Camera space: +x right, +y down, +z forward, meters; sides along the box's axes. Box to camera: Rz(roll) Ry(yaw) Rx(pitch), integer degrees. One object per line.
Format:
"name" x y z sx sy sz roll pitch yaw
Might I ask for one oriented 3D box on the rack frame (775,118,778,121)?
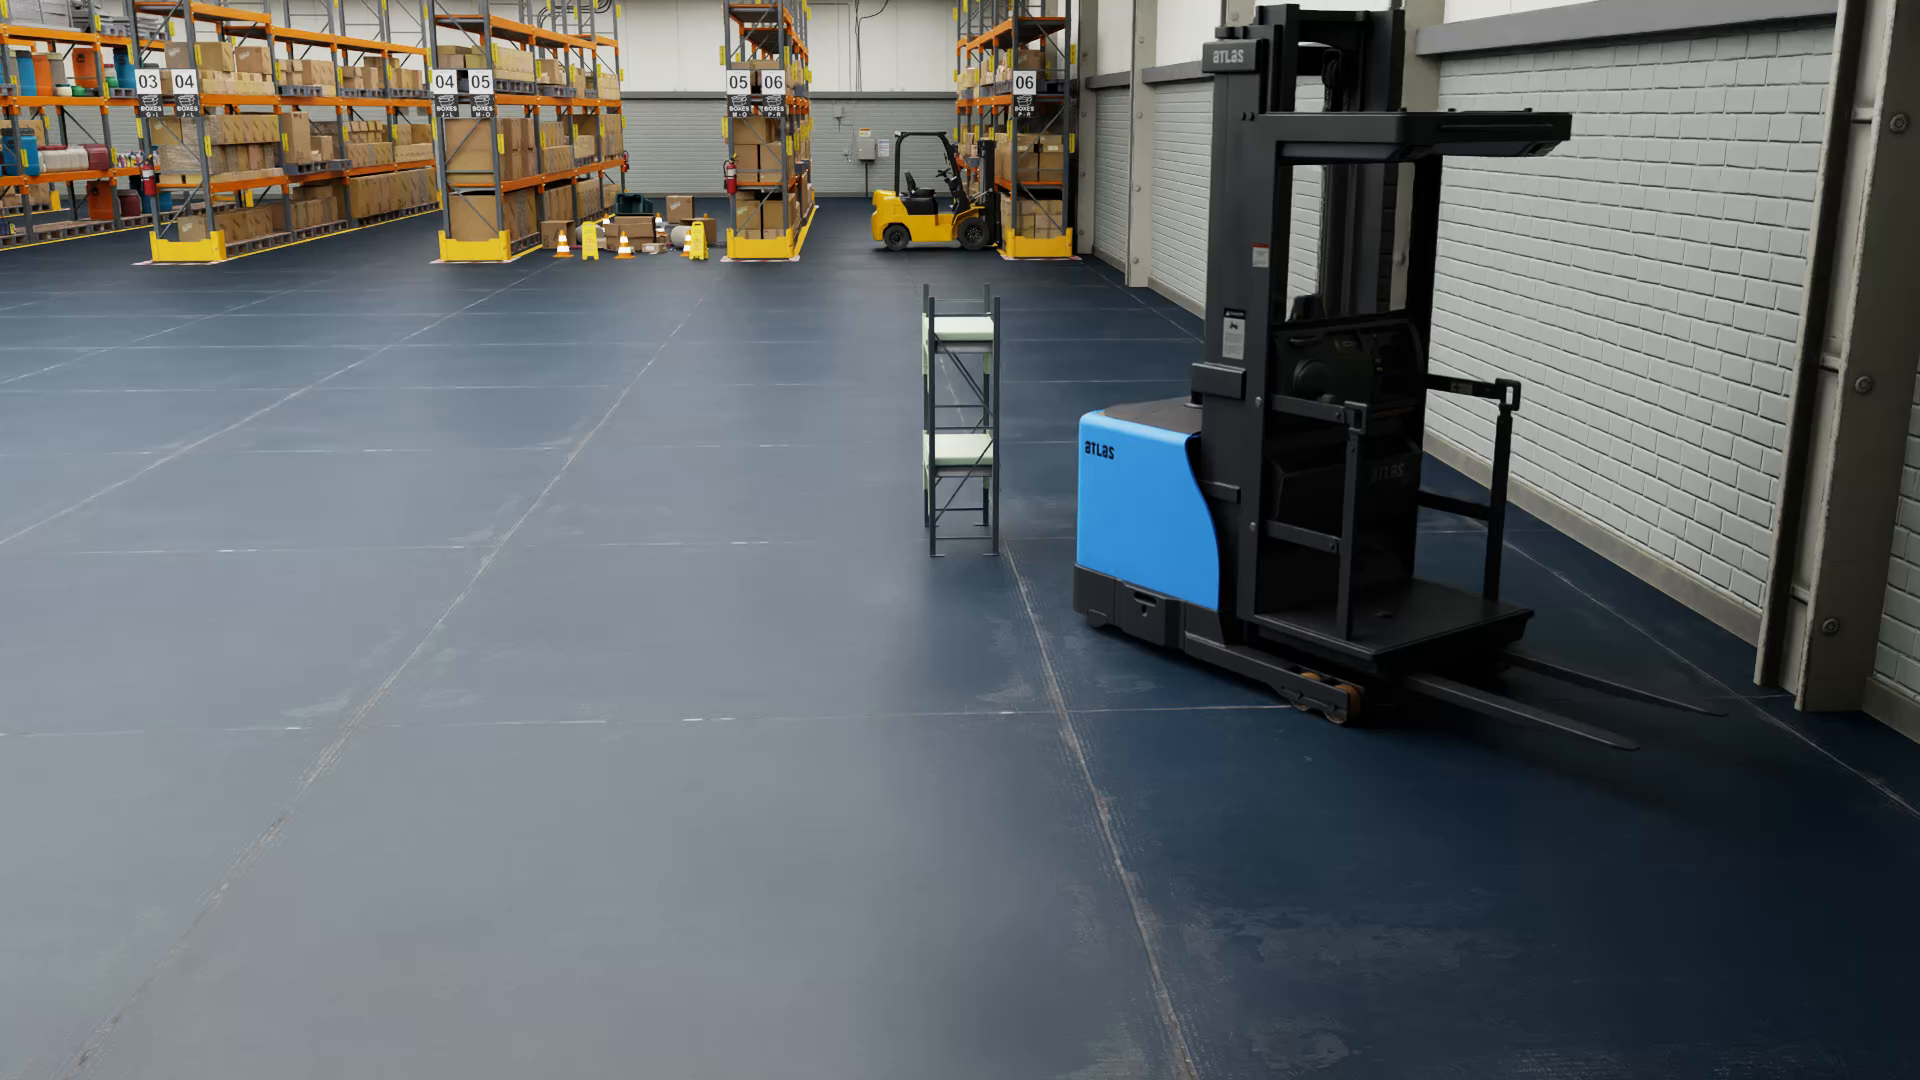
"rack frame" -4.277 -9.455 40.753 0.949 2.616 0.053 -1 14 -3

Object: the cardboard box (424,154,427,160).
"cardboard box" -14.022 -9.902 42.995 0.380 0.149 0.250 -1 14 -2

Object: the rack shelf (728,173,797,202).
"rack shelf" -3.661 -6.619 31.176 1.077 0.370 4.000 -1 14 -3

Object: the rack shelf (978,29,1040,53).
"rack shelf" 1.045 -10.403 34.646 1.077 0.370 4.000 -1 14 -3

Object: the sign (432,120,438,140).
"sign" -9.014 -7.039 28.566 0.100 0.325 0.005 -1 14 -3

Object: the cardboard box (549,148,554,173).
"cardboard box" -8.515 -7.672 33.625 0.500 0.500 0.500 -1 14 -3

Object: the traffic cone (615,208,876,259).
"traffic cone" -4.470 -7.177 36.993 6.000 0.463 15.777 -1 14 -3

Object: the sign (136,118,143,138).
"sign" -13.983 -7.027 28.361 0.100 0.325 0.005 -1 14 -3

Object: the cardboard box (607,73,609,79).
"cardboard box" -9.076 -11.702 41.965 0.380 0.149 0.250 -1 14 -5

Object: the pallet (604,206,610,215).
"pallet" -9.292 -8.169 41.352 1.003 0.211 1.213 -1 14 -3

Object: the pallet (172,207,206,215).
"pallet" -19.199 -8.057 40.917 1.003 0.211 1.213 -1 14 -3

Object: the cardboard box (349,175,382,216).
"cardboard box" -13.993 -7.875 38.034 1.225 0.875 0.875 -1 14 -3

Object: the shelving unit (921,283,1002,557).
"shelving unit" 0.000 -0.725 9.833 0.431 1.500 0.755 -1 14 -3

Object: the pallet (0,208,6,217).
"pallet" -24.101 -7.970 40.579 1.003 0.211 1.213 -1 14 -3

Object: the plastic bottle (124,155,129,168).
"plastic bottle" -18.563 -8.435 37.026 0.061 0.283 0.133 -1 14 -3

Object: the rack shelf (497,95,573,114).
"rack shelf" -8.843 -8.965 34.274 1.077 0.370 4.000 -1 14 -3

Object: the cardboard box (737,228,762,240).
"cardboard box" -3.857 -5.545 30.232 0.500 0.250 0.500 -1 14 -4

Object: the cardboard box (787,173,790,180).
"cardboard box" -3.287 -6.630 30.278 0.380 0.149 0.250 -1 14 -3

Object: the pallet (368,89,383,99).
"pallet" -14.066 -10.434 38.925 0.805 0.209 1.217 -1 15 -6

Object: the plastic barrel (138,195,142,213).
"plastic barrel" -19.109 -7.770 38.356 0.421 0.512 0.421 0 14 0

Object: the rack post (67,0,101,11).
"rack post" -19.013 -11.578 35.930 0.624 0.289 0.986 -1 14 -3

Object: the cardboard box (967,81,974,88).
"cardboard box" 0.367 -10.717 39.101 0.380 0.149 0.250 -1 14 -2

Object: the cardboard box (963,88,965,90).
"cardboard box" 0.351 -11.301 41.615 0.500 0.250 0.500 -1 14 -5

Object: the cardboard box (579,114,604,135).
"cardboard box" -9.000 -10.146 40.635 0.500 0.500 0.500 -1 14 -2

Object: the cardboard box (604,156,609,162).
"cardboard box" -9.026 -9.567 41.693 0.380 0.149 0.250 -1 14 -2

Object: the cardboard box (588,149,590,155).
"cardboard box" -8.947 -9.150 39.230 0.380 0.149 0.250 -2 15 -6

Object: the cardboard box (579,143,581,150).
"cardboard box" -8.866 -8.966 37.917 0.380 0.149 0.250 -1 14 -3

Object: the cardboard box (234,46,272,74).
"cardboard box" -13.394 -9.091 31.520 0.500 0.500 0.500 -1 14 -5

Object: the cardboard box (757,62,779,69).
"cardboard box" -3.356 -8.279 29.067 0.380 0.149 0.250 -1 14 -4

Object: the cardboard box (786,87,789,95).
"cardboard box" -3.318 -8.210 30.400 0.380 0.149 0.250 -1 14 -3

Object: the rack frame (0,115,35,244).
"rack frame" -18.619 -7.235 32.128 1.000 3.000 0.127 -1 14 -3

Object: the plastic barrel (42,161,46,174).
"plastic barrel" -18.548 -7.500 33.434 0.301 0.262 0.301 0 14 0

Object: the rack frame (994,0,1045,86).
"rack frame" 1.169 -10.448 32.574 1.000 3.000 0.127 -1 14 -3

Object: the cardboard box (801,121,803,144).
"cardboard box" -3.876 -9.371 38.220 0.500 0.500 0.500 0 14 -2

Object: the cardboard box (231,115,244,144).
"cardboard box" -13.247 -7.384 29.900 0.500 0.500 0.500 -1 14 -3

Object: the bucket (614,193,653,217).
"bucket" -6.410 -6.516 32.850 0.726 0.611 0.620 4 5 16

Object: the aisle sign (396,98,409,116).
"aisle sign" -14.723 -11.569 43.752 0.394 0.787 0.004 -1 14 -3

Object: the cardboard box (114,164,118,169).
"cardboard box" -21.350 -9.133 39.304 5.383 0.500 6.382 -1 14 -3

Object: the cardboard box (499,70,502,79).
"cardboard box" -8.189 -8.105 28.948 0.380 0.149 0.250 -1 14 -3

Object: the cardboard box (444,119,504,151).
"cardboard box" -8.456 -7.057 28.966 0.875 0.550 0.550 -1 14 -3

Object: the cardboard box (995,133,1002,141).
"cardboard box" 0.893 -7.965 32.865 0.380 0.149 0.250 -1 14 -2

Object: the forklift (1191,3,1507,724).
"forklift" 1.844 -0.781 7.181 1.121 2.935 3.031 -10 18 -35

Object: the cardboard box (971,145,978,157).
"cardboard box" 0.533 -8.925 38.154 0.500 0.250 0.500 -2 15 -6

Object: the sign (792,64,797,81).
"sign" -3.244 -9.178 32.622 0.100 0.325 0.005 -1 14 -3

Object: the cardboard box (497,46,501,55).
"cardboard box" -8.189 -8.488 28.836 0.380 0.149 0.250 -1 14 -3

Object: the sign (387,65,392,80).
"sign" -13.631 -11.168 39.722 0.100 0.325 0.005 -1 14 -3

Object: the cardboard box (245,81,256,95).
"cardboard box" -13.328 -8.326 30.647 0.500 0.250 0.500 -1 14 -4
